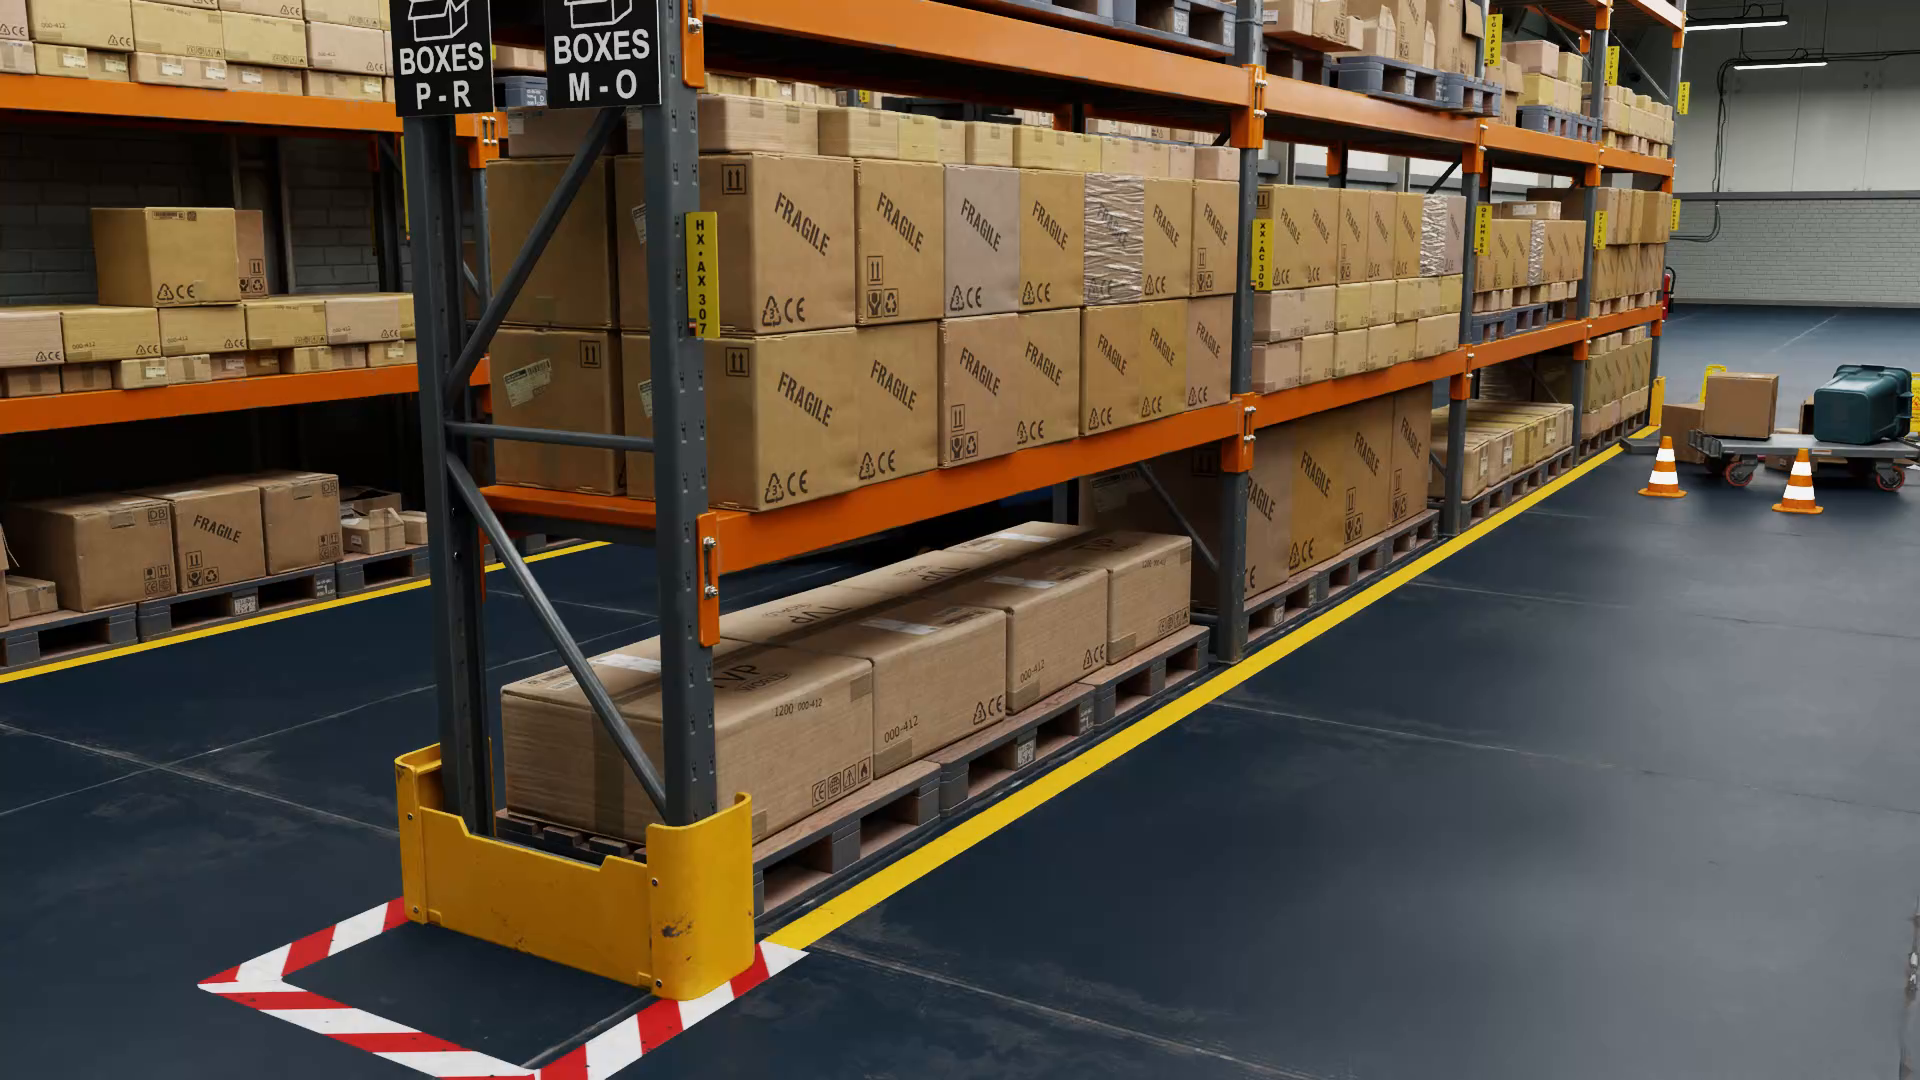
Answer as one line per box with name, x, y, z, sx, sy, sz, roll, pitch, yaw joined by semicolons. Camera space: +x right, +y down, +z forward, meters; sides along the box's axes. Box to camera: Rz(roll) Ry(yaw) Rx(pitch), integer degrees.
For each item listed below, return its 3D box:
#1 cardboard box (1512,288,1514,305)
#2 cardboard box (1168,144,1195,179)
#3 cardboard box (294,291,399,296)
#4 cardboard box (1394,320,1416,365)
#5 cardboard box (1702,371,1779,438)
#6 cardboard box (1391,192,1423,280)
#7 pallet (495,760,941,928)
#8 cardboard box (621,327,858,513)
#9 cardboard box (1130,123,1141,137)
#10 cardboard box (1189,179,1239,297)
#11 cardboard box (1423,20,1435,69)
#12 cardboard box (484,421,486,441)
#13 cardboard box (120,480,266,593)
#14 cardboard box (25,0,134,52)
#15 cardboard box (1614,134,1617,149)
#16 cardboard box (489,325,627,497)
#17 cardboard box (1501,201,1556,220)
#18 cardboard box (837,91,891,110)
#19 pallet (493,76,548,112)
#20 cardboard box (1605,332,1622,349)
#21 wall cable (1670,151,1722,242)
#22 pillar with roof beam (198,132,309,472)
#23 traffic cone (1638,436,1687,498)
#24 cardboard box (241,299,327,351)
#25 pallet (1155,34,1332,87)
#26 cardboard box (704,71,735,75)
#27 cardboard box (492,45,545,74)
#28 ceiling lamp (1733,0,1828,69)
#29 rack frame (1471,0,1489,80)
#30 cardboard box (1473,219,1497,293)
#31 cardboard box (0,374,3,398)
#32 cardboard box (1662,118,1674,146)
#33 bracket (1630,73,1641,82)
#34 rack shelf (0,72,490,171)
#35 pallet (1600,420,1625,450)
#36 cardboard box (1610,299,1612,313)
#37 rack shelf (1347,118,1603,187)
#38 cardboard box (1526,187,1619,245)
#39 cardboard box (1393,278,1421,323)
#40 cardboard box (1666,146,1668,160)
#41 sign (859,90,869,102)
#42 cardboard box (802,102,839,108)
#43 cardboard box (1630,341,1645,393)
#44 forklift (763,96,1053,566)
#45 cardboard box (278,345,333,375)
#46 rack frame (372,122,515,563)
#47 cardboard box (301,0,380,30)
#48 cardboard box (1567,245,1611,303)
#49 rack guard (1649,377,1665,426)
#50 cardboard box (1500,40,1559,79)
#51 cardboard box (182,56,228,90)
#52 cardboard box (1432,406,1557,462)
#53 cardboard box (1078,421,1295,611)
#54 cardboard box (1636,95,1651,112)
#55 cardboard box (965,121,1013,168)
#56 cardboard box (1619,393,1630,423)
cardboard box;4.023;-1.875;12.772;0.380;0.149;0.250;7;13;33
cardboard box;0.812;-1.664;7.354;0.380;0.149;0.250;7;13;32
cardboard box;-3.802;-1.409;10.340;0.500;0.250;0.500;6;12;30
cardboard box;2.439;-1.206;10.067;0.500;0.250;0.500;6;12;30
cardboard box;6.620;-1.151;14.100;0.500;0.500;0.500;6;12;31
cardboard box;2.439;-1.819;9.944;0.500;0.500;0.500;6;12;31
pallet;-0.799;0.952;5.710;1.003;0.211;1.213;6;12;31
cardboard box;-0.652;-0.383;4.989;0.500;0.500;0.500;6;12;30
cardboard box;1.731;-4.415;17.920;0.380;0.149;0.250;7;13;32
cardboard box;0.921;-1.355;7.464;0.500;0.500;0.500;6;12;30
cardboard box;2.591;-2.908;9.825;0.396;0.266;0.258;6;12;29
cardboard box;-2.901;-0.716;10.929;0.380;0.149;0.250;7;13;33
cardboard box;-4.156;-0.028;9.020;0.500;0.500;0.500;7;12;32
cardboard box;-4.405;-2.511;8.077;0.500;0.250;0.500;6;12;29
cardboard box;5.837;-3.670;15.353;0.380;0.149;0.250;7;13;32
cardboard box;-1.123;-0.436;5.273;0.500;0.500;0.500;6;12;31
cardboard box;4.568;-2.644;13.357;0.380;0.149;0.250;6;12;28
cardboard box;-0.797;-3.658;13.828;0.380;0.166;0.250;6;12;31
pallet;-2.916;-2.866;10.885;1.213;0.211;1.003;6;12;31
cardboard box;6.139;-1.920;16.001;0.380;0.149;0.250;7;13;34
wall cable;20.019;-9.730;47.324;3.097;2.526;0.112;6;12;31
pillar with roof beam;-0.767;-3.902;7.758;9.100;9.000;0.400;6;12;31
traffic cone;5.636;-0.597;13.300;0.336;0.463;0.334;6;12;31
cardboard box;-3.888;-1.200;9.226;0.500;0.250;0.500;6;12;30
pallet;1.364;-2.444;8.639;0.805;0.209;1.217;6;12;28
cardboard box;-1.837;-3.474;12.136;0.380;0.149;0.250;6;12;31
cardboard box;-2.819;-3.004;10.379;0.380;0.149;0.250;7;12;32
ceiling lamp;19.412;-12.727;39.031;2.000;3.185;0.800;6;12;31
rack frame;3.007;-4.492;10.910;1.000;3.000;0.127;6;12;31
cardboard box;3.438;-1.994;11.647;0.500;0.500;0.500;6;12;29
cardboard box;-4.787;-0.750;7.907;0.380;0.149;0.250;6;12;30
cardboard box;7.125;-4.242;17.326;0.500;0.250;0.500;6;12;30
bracket;19.109;-13.092;47.065;0.235;0.232;0.430;6;12;31
rack shelf;-4.353;-2.194;8.742;1.077;0.370;4.000;6;12;31
pallet;6.034;-1.104;16.691;1.003;0.211;1.213;6;12;31
cardboard box;5.989;-2.238;15.854;0.380;0.149;0.250;6;12;30
rack shelf;4.045;-2.979;12.933;1.077;0.370;4.000;6;12;31
cardboard box;5.497;-2.908;14.953;0.700;0.500;0.500;6;12;30
cardboard box;2.461;-1.452;10.021;0.500;0.250;0.500;6;12;29
cardboard box;7.214;-4.070;17.488;0.380;0.149;0.250;6;12;31
sign;-0.775;-3.694;13.390;0.100;0.325;0.005;6;12;31
cardboard box;-1.297;-3.314;13.175;0.500;0.250;0.500;6;12;29
cardboard box;6.699;-1.792;17.082;0.500;0.500;0.500;7;13;33
forklift;-0.416;-1.340;10.560;1.130;2.935;3.031;8;13;37
cardboard box;-3.763;-1.023;9.363;0.380;0.149;0.250;6;12;30
rack frame;-3.314;-1.388;10.632;1.000;3.000;0.127;6;12;31
cardboard box;-3.627;-2.998;9.319;0.500;0.250;0.500;6;12;30
cardboard box;5.550;-2.411;15.014;0.500;0.500;0.500;6;12;31
rack guard;7.121;-1.561;18.349;1.175;0.500;0.348;6;12;31
cardboard box;4.380;-3.760;13.056;0.500;0.250;0.500;7;12;32
cardboard box;-4.023;-2.409;8.618;0.380;0.149;0.250;7;13;32
cardboard box;4.443;-0.891;13.978;0.950;0.372;0.625;7;13;34
cardboard box;1.183;-0.182;8.821;0.875;0.875;0.875;7;13;32
cardboard box;6.469;-4.219;16.117;0.380;0.149;0.250;7;13;32
cardboard box;-0.040;-1.377;5.820;0.380;0.149;0.250;7;12;31
cardboard box;6.428;-1.340;16.708;0.500;0.250;0.500;6;12;29
